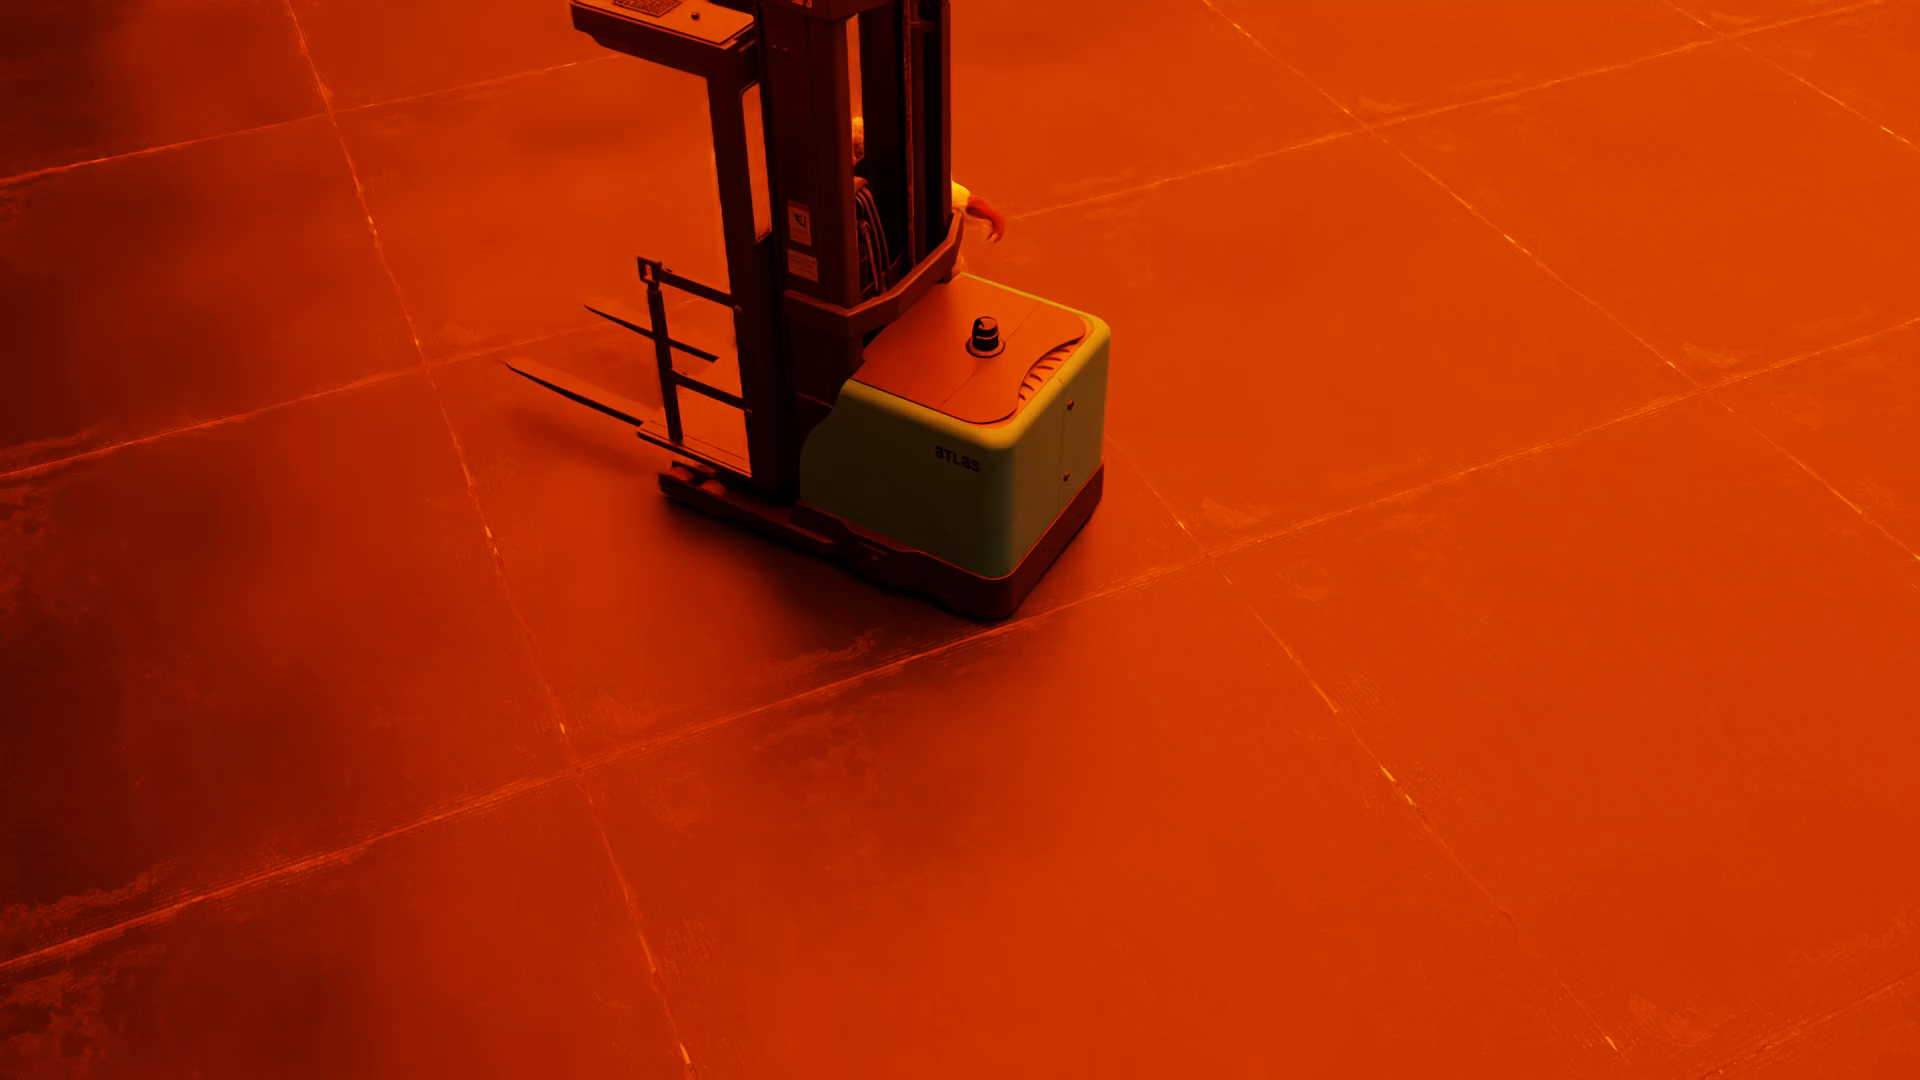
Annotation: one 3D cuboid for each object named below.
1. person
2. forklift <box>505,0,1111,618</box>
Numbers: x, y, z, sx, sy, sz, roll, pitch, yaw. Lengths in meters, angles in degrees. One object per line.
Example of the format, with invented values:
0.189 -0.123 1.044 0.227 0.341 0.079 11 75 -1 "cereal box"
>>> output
-0.217 -1.497 8.266 0.899 1.594 0.851 -6 43 -6 "person"
-0.851 -1.480 7.266 3.031 2.935 1.130 22 47 22 "forklift"
